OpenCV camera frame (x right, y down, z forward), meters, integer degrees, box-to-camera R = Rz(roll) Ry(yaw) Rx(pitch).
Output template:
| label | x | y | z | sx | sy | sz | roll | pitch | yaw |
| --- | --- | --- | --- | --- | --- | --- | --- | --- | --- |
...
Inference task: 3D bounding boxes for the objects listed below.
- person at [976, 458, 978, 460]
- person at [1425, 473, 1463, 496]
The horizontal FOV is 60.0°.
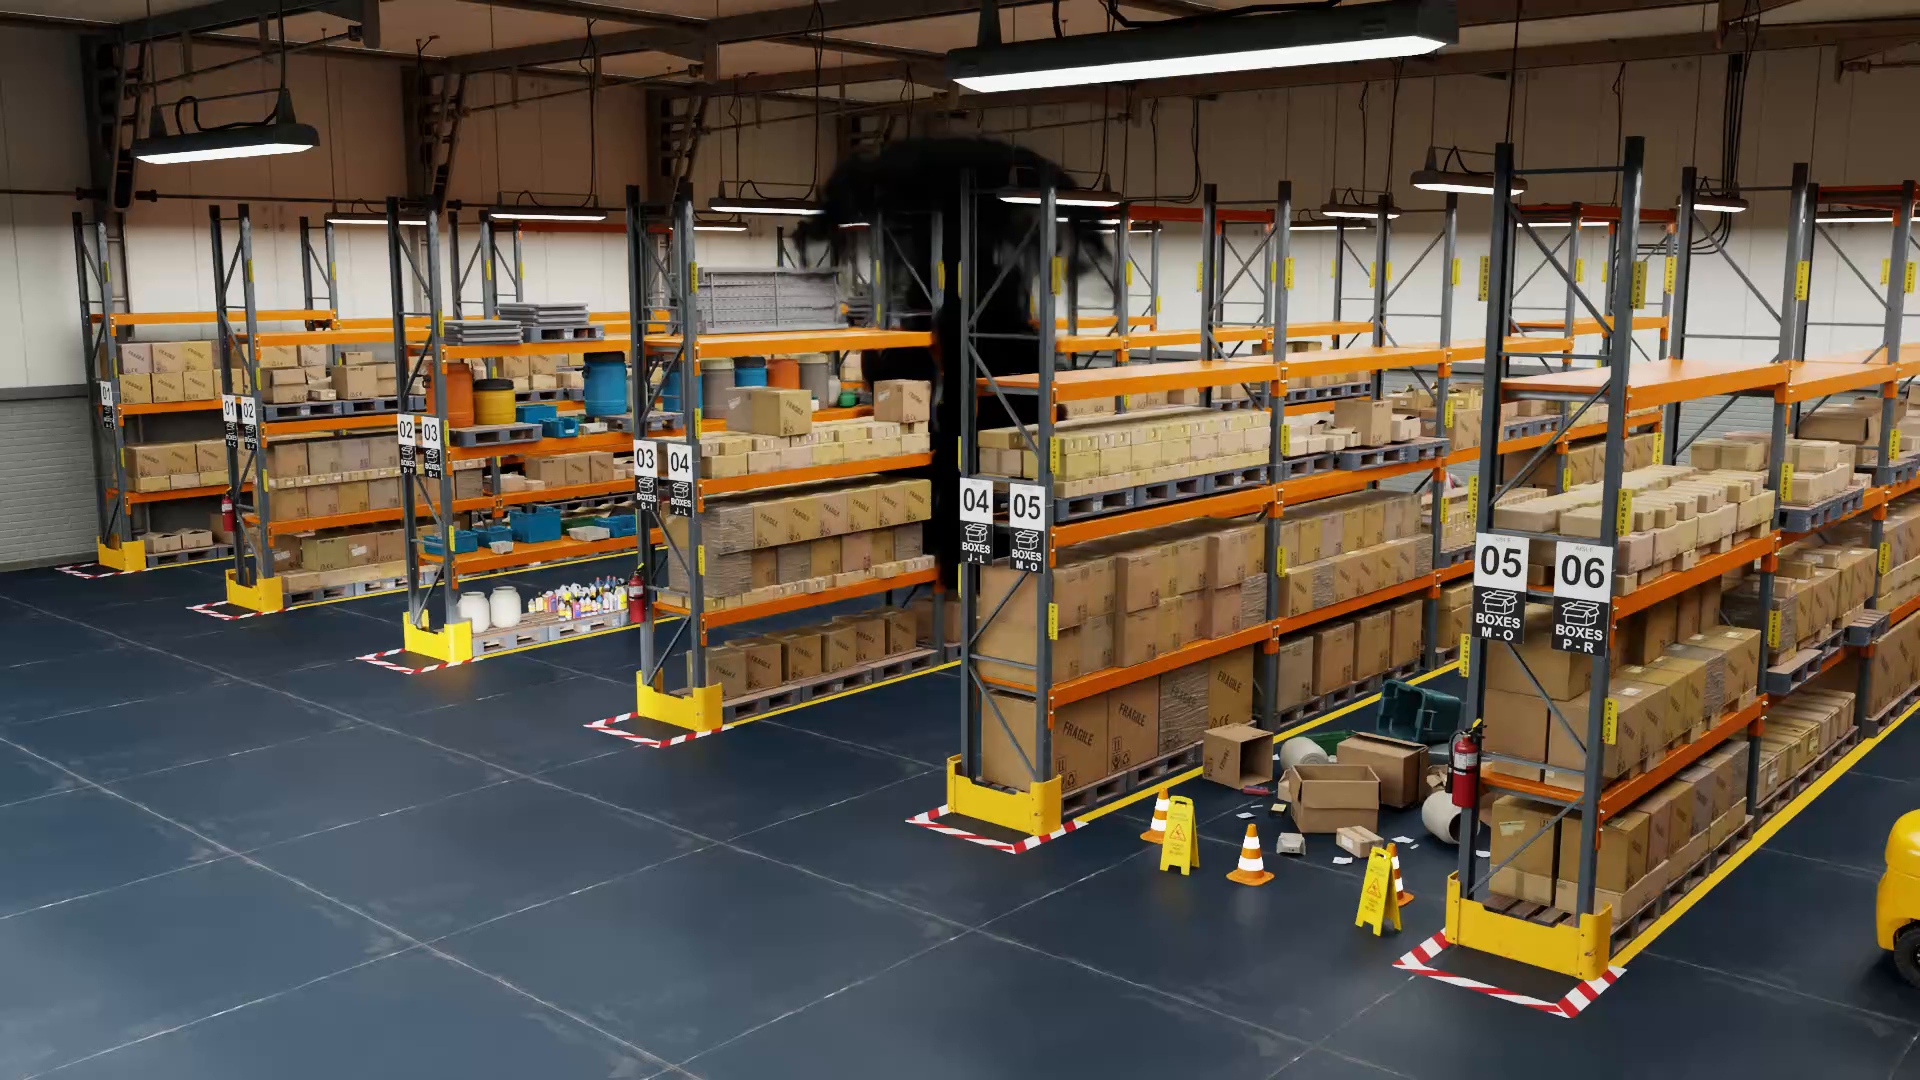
| label | x | y | z | sx | sy | sz | roll | pitch | yaw |
| --- | --- | --- | --- | --- | --- | --- | --- | --- | --- |
| person | 0.200 | -1.405 | 34.656 | 0.543 | 1.713 | 0.800 | 5 | 11 | 28 |
| person | 8.679 | -0.599 | 29.713 | 0.740 | 1.691 | 0.587 | 2 | 10 | 11 |
